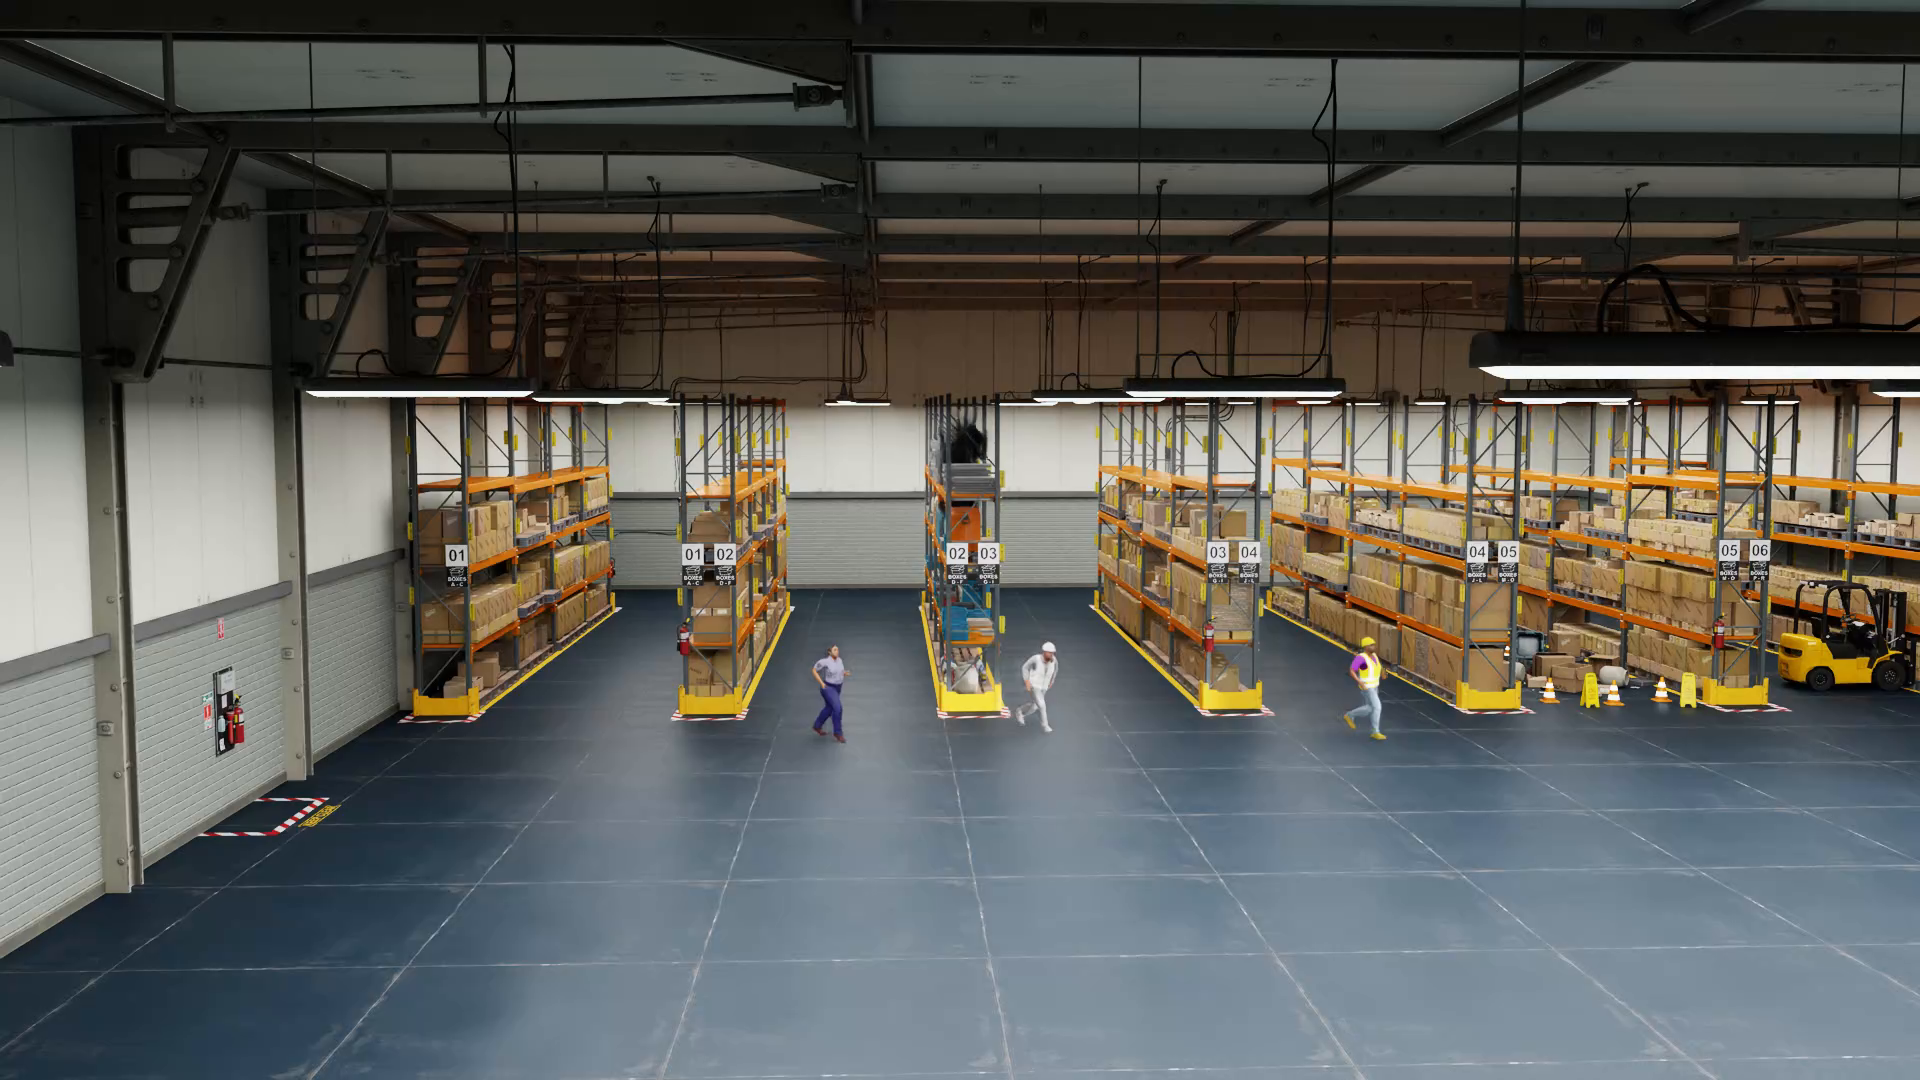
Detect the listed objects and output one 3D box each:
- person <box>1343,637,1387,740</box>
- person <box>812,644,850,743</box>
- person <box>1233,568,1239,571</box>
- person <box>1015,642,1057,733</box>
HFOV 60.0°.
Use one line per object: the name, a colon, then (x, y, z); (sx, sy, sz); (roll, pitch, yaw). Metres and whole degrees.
person: (7.087, 2.566, 28.994); (0.823, 1.762, 0.690); (4, 6, 38)
person: (-2.235, 2.645, 28.800); (0.775, 1.707, 0.577); (2, 5, 29)
person: (7.599, 1.157, 47.529); (0.633, 1.646, 0.540); (4, 6, 40)
person: (1.359, 2.586, 29.614); (0.666, 1.621, 1.063); (-3, 5, -33)
